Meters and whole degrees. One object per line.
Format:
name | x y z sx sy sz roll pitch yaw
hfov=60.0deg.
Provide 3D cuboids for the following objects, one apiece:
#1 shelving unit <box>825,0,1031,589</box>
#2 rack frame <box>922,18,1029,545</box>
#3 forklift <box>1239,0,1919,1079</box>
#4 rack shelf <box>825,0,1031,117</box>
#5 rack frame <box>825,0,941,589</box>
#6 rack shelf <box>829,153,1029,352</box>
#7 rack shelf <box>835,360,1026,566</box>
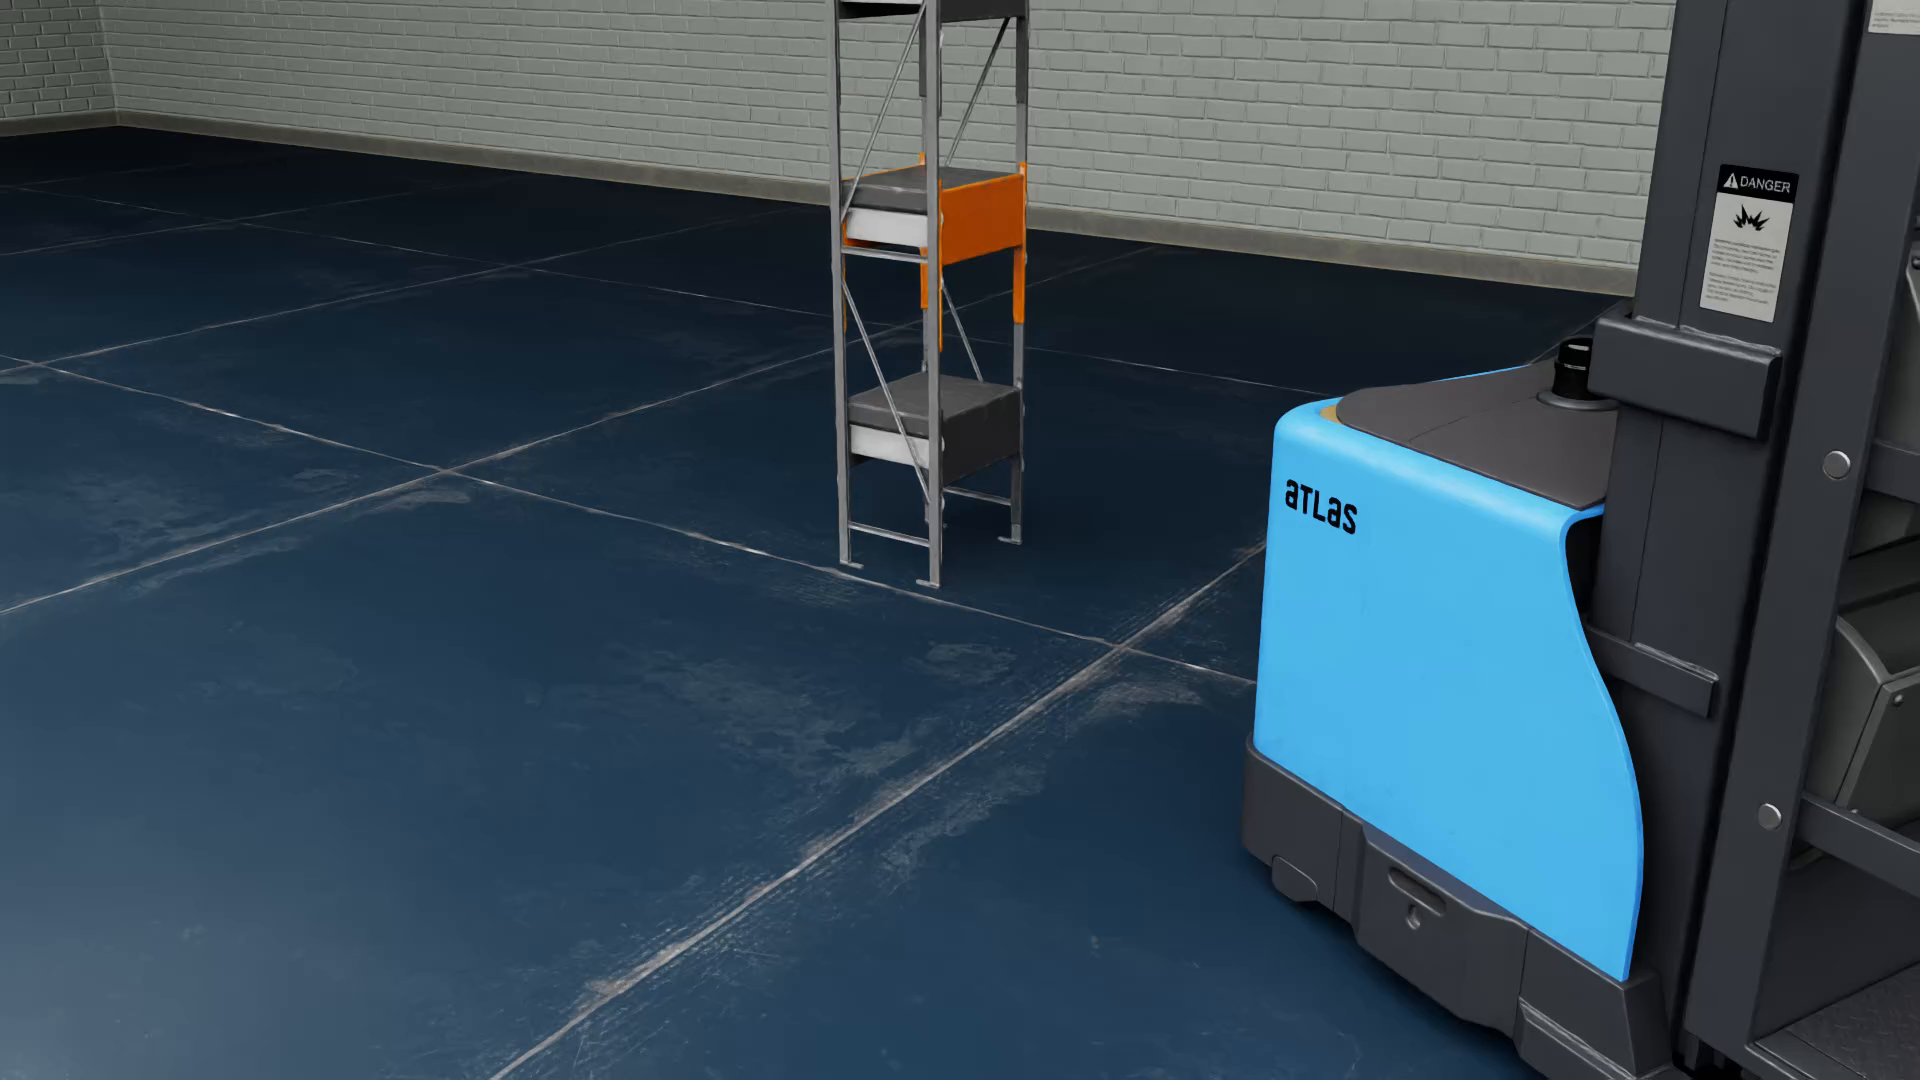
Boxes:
shelving unit | -0.093 -0.937 5.272 0.431 2.100 0.503 13 24 32
rack frame | 0.044 -1.007 5.462 0.400 2.100 0.015 13 24 32
forklift | 1.794 -0.280 2.296 1.130 2.935 3.031 -11 23 -28
rack shelf | -0.093 -1.581 5.034 0.431 0.518 0.480 13 24 32
rack frame | -0.230 -0.867 5.083 0.400 2.100 0.015 13 24 32
rack shelf | -0.093 -0.925 5.277 0.431 0.518 0.480 13 24 32
rack shelf | -0.093 -0.268 5.520 0.431 0.518 0.480 13 24 32
